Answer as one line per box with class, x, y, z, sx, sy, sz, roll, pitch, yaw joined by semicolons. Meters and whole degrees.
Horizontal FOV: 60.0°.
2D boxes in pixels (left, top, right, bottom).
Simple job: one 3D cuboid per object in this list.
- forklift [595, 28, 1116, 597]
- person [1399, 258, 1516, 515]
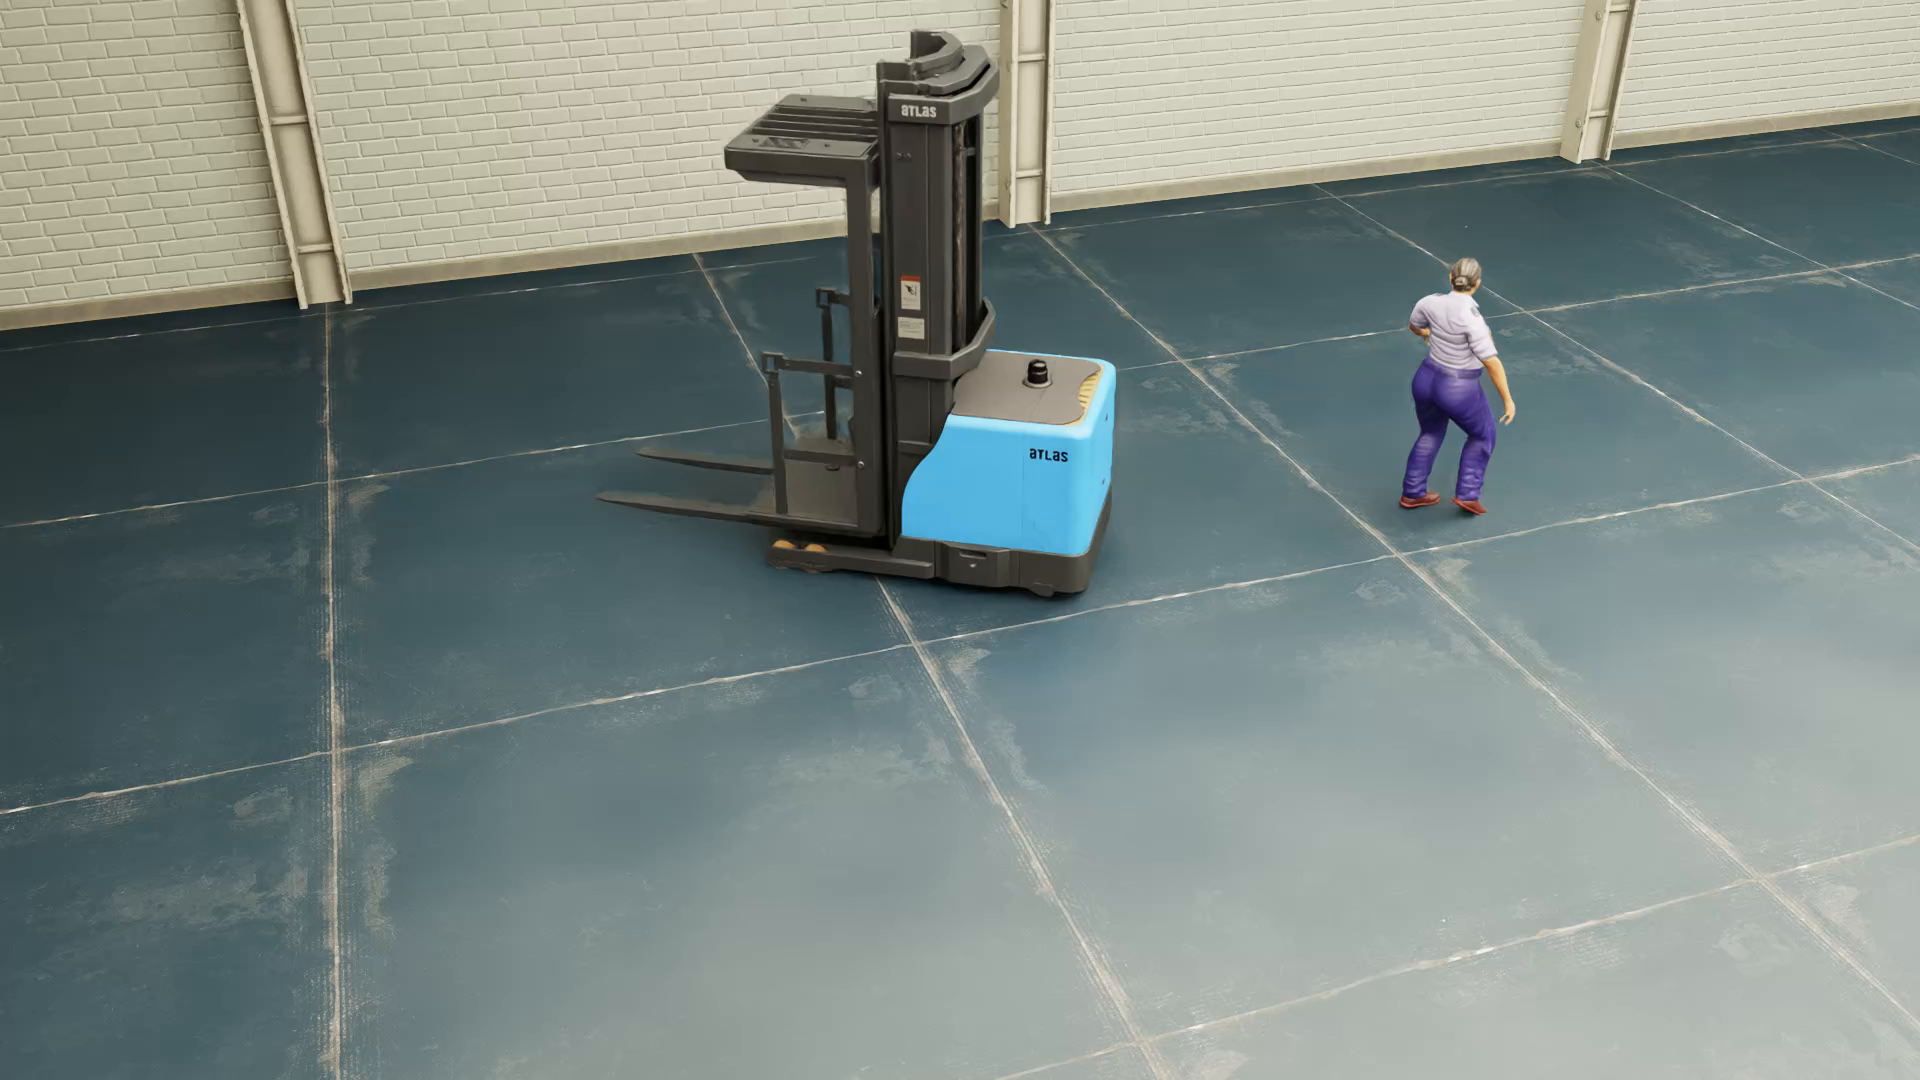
forklift;-0.654;-1.325;9.389;3.031;2.935;1.130;7;31;11
person;2.993;-0.903;10.028;0.491;1.680;0.880;-17;34;-27
